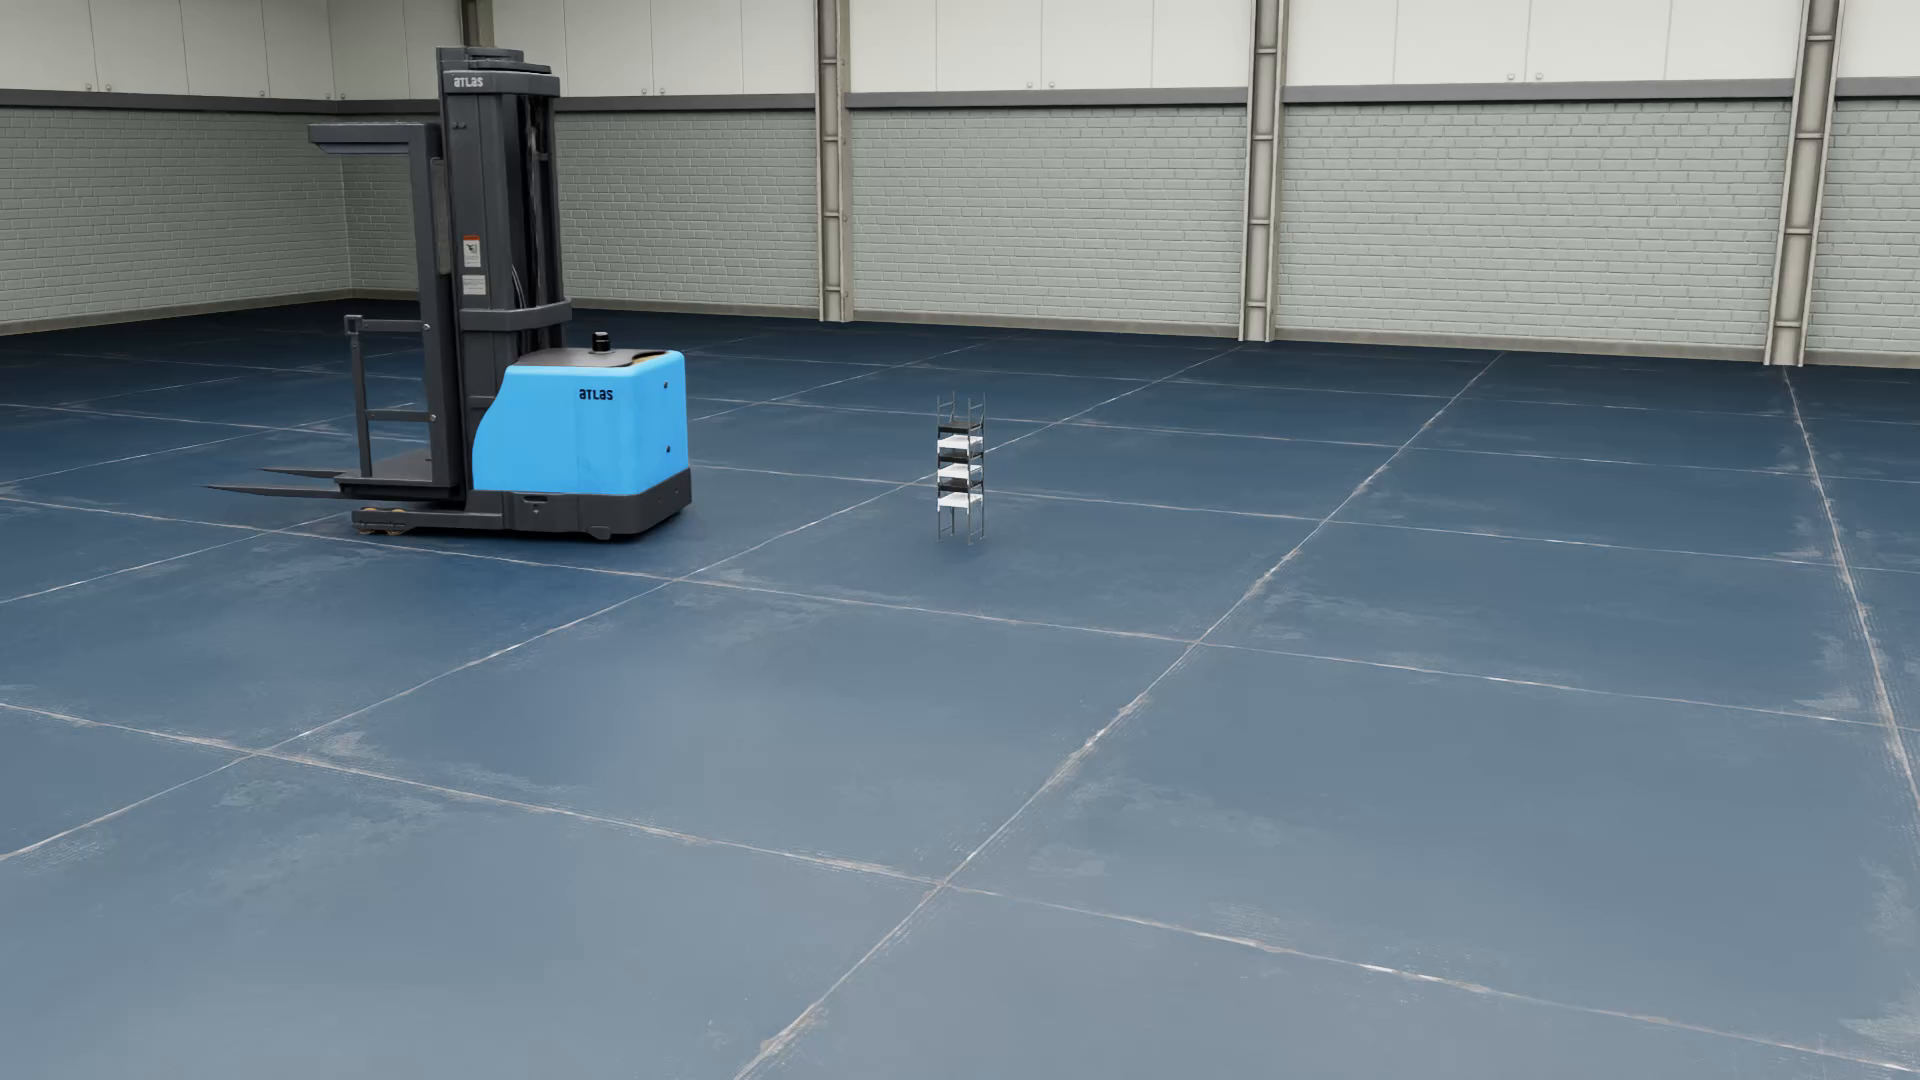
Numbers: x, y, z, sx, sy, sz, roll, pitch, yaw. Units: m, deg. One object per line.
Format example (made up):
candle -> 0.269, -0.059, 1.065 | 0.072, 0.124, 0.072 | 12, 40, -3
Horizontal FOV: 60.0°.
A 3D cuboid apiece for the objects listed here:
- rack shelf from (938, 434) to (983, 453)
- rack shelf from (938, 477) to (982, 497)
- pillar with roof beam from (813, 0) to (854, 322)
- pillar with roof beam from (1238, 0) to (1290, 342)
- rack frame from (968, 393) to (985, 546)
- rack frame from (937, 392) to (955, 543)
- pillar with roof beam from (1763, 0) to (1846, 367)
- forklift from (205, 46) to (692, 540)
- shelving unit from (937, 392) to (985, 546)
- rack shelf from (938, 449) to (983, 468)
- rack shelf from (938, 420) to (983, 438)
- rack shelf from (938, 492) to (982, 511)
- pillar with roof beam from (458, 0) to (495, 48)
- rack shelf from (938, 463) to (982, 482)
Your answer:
rack shelf -> 0.007, -0.580, 10.115 | 0.200, 0.077, 0.258 | 6, 14, 23
rack shelf -> 0.007, -0.317, 10.177 | 0.200, 0.077, 0.258 | 6, 14, 23
pillar with roof beam -> -3.476, -6.567, 18.542 | 0.400, 9.000, 9.100 | 6, 14, 23
pillar with roof beam -> 2.010, -6.012, 16.177 | 0.400, 9.000, 9.100 | 6, 14, 23
rack frame -> 0.100, -0.428, 10.109 | 0.006, 0.900, 0.240 | 6, 14, 23
rack frame -> -0.086, -0.447, 10.189 | 0.006, 0.900, 0.240 | 6, 14, 23
pillar with roof beam -> 7.496, -5.457, 13.811 | 0.400, 9.000, 9.100 | 6, 14, 23
forklift -> -3.340, -1.569, 10.526 | 3.031, 2.935, 1.130 | 2, 13, 10
shelving unit -> 0.007, -0.437, 10.149 | 0.210, 0.900, 0.258 | 6, 14, 23
rack shelf -> 0.007, -0.493, 10.136 | 0.200, 0.077, 0.258 | 6, 14, 23
rack shelf -> 0.007, -0.668, 10.095 | 0.200, 0.077, 0.258 | 6, 14, 23
rack shelf -> 0.007, -0.230, 10.198 | 0.200, 0.077, 0.258 | 6, 14, 23
pillar with roof beam -> -8.962, -7.122, 20.908 | 0.400, 9.000, 9.100 | 6, 14, 23
rack shelf -> 0.007, -0.405, 10.156 | 0.200, 0.077, 0.258 | 6, 14, 23
